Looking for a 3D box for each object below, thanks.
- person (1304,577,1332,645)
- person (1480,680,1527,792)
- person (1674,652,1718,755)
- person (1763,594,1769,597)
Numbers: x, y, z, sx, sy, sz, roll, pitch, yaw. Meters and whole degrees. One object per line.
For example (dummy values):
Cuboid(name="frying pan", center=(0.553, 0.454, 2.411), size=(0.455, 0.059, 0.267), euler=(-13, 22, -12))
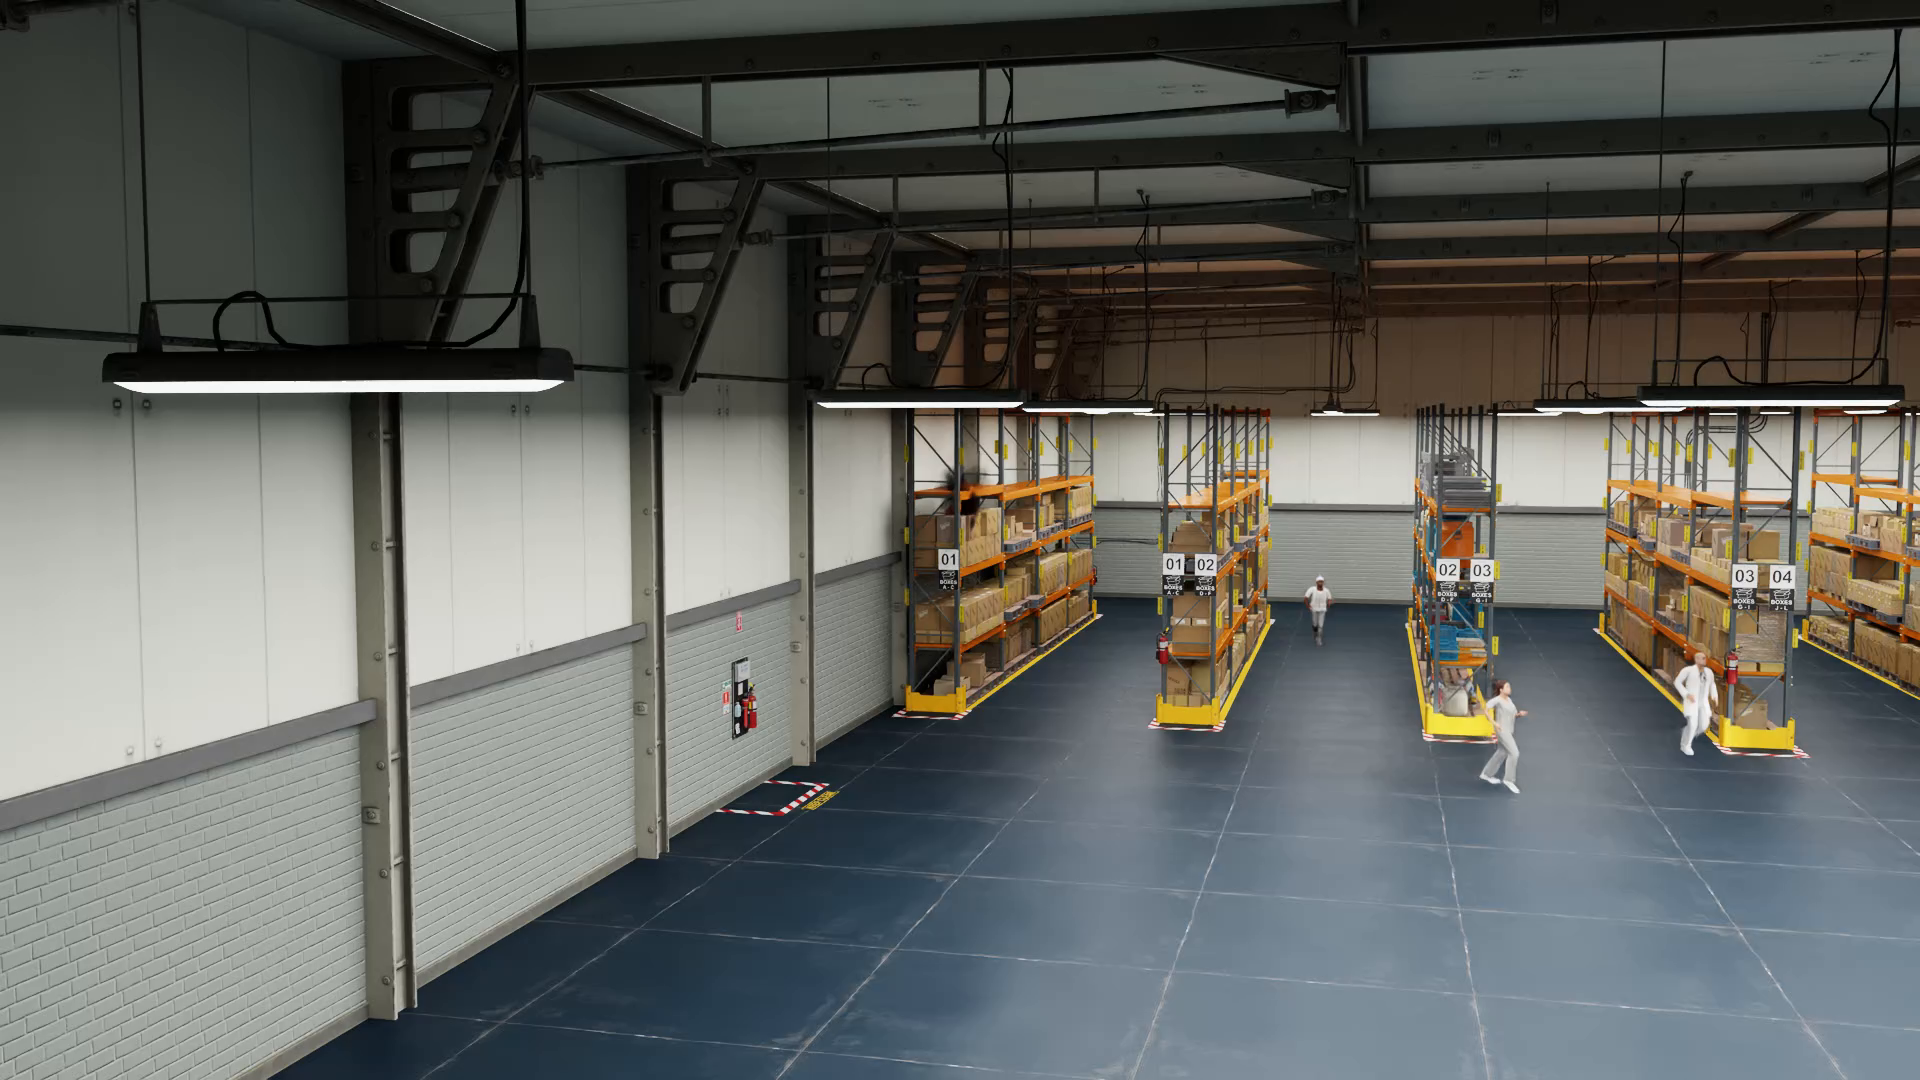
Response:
Cuboid(name="person", center=(9.111, 1.790, 42.268), size=(0.695, 1.732, 0.559), euler=(0, 4, 4))
Cuboid(name="person", center=(8.397, 3.014, 25.713), size=(0.712, 1.723, 0.546), euler=(3, 5, 38))
Cuboid(name="person", center=(12.633, 2.794, 28.504), size=(0.783, 1.729, 0.569), euler=(-1, 4, -8))
Cuboid(name="person", center=(20.478, 1.843, 42.440), size=(0.523, 1.554, 0.586), euler=(2, 4, 22))
